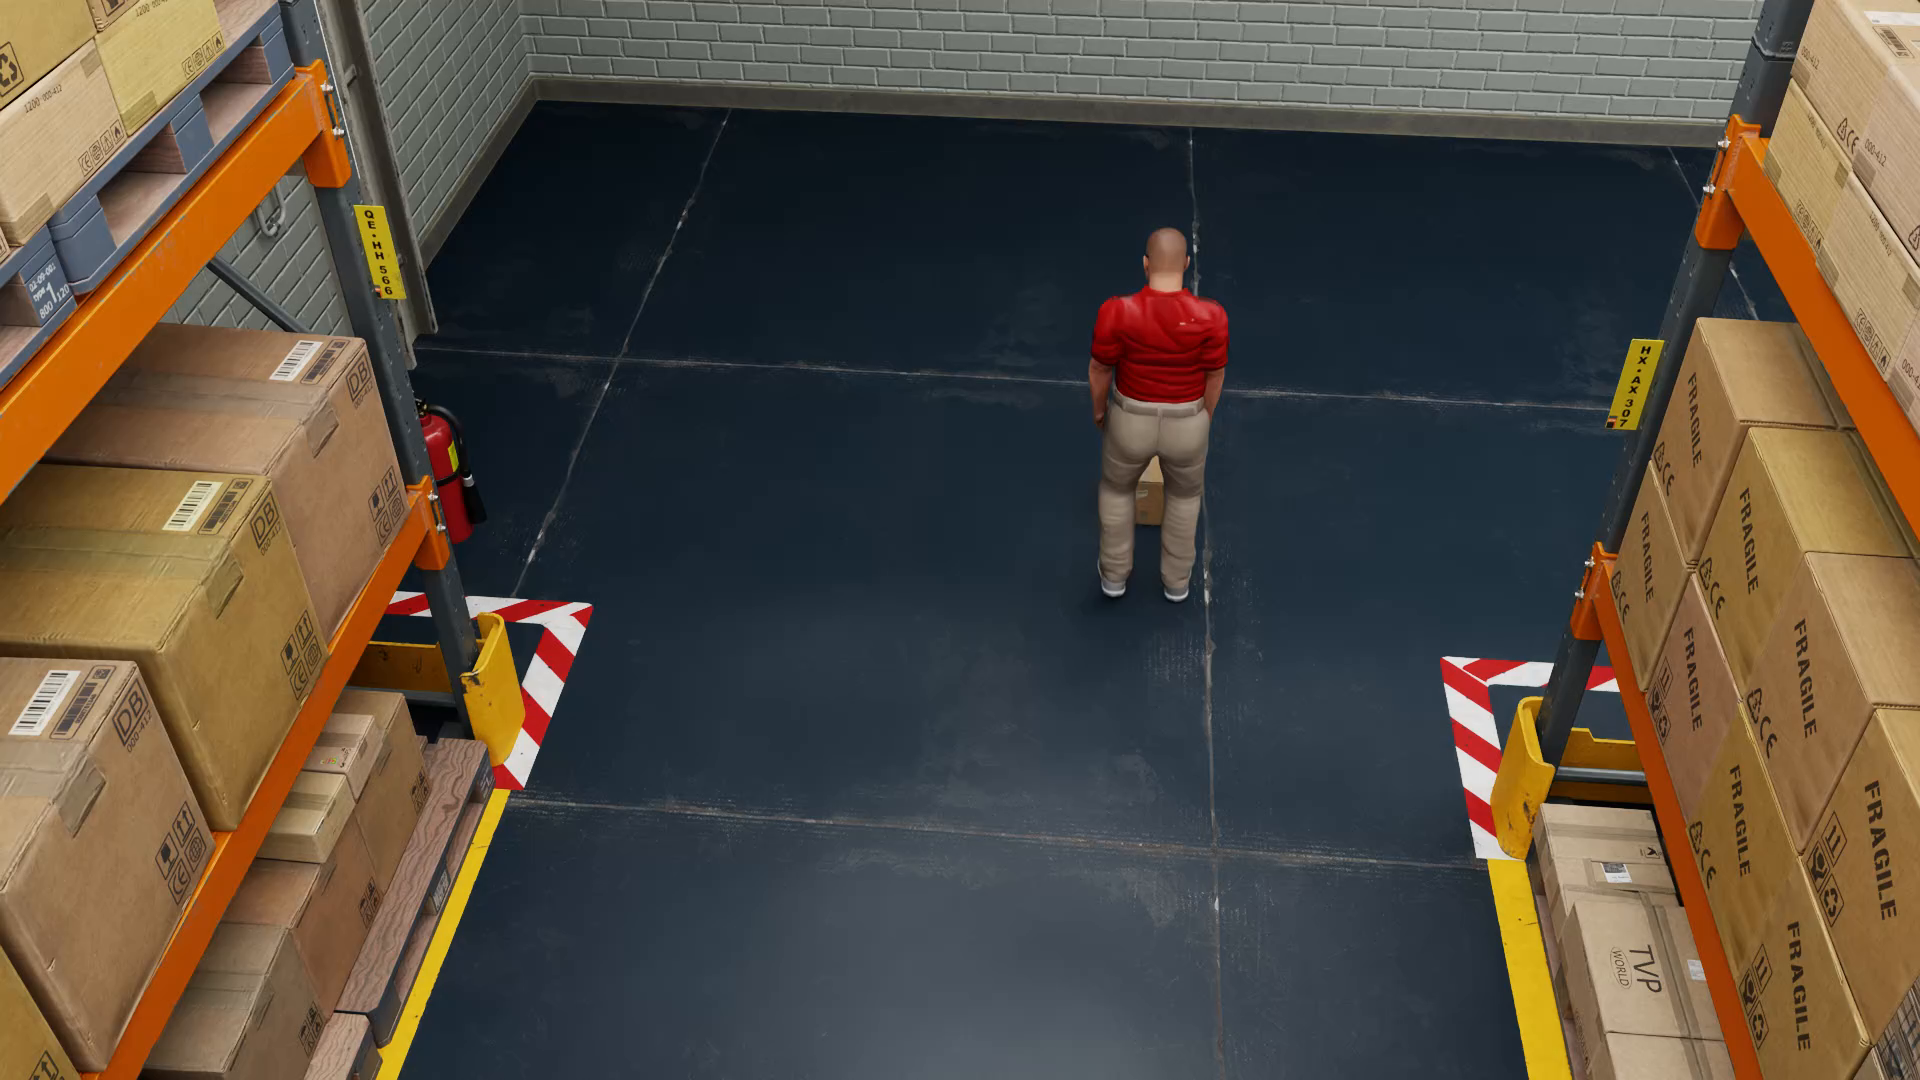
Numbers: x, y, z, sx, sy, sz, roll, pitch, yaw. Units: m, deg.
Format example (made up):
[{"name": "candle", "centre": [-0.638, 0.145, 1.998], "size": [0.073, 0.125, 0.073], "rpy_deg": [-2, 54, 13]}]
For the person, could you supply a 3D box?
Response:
[{"name": "person", "centre": [0.781, -0.478, 6.765], "size": [0.538, 1.715, 0.365], "rpy_deg": [4, 40, 5]}]
